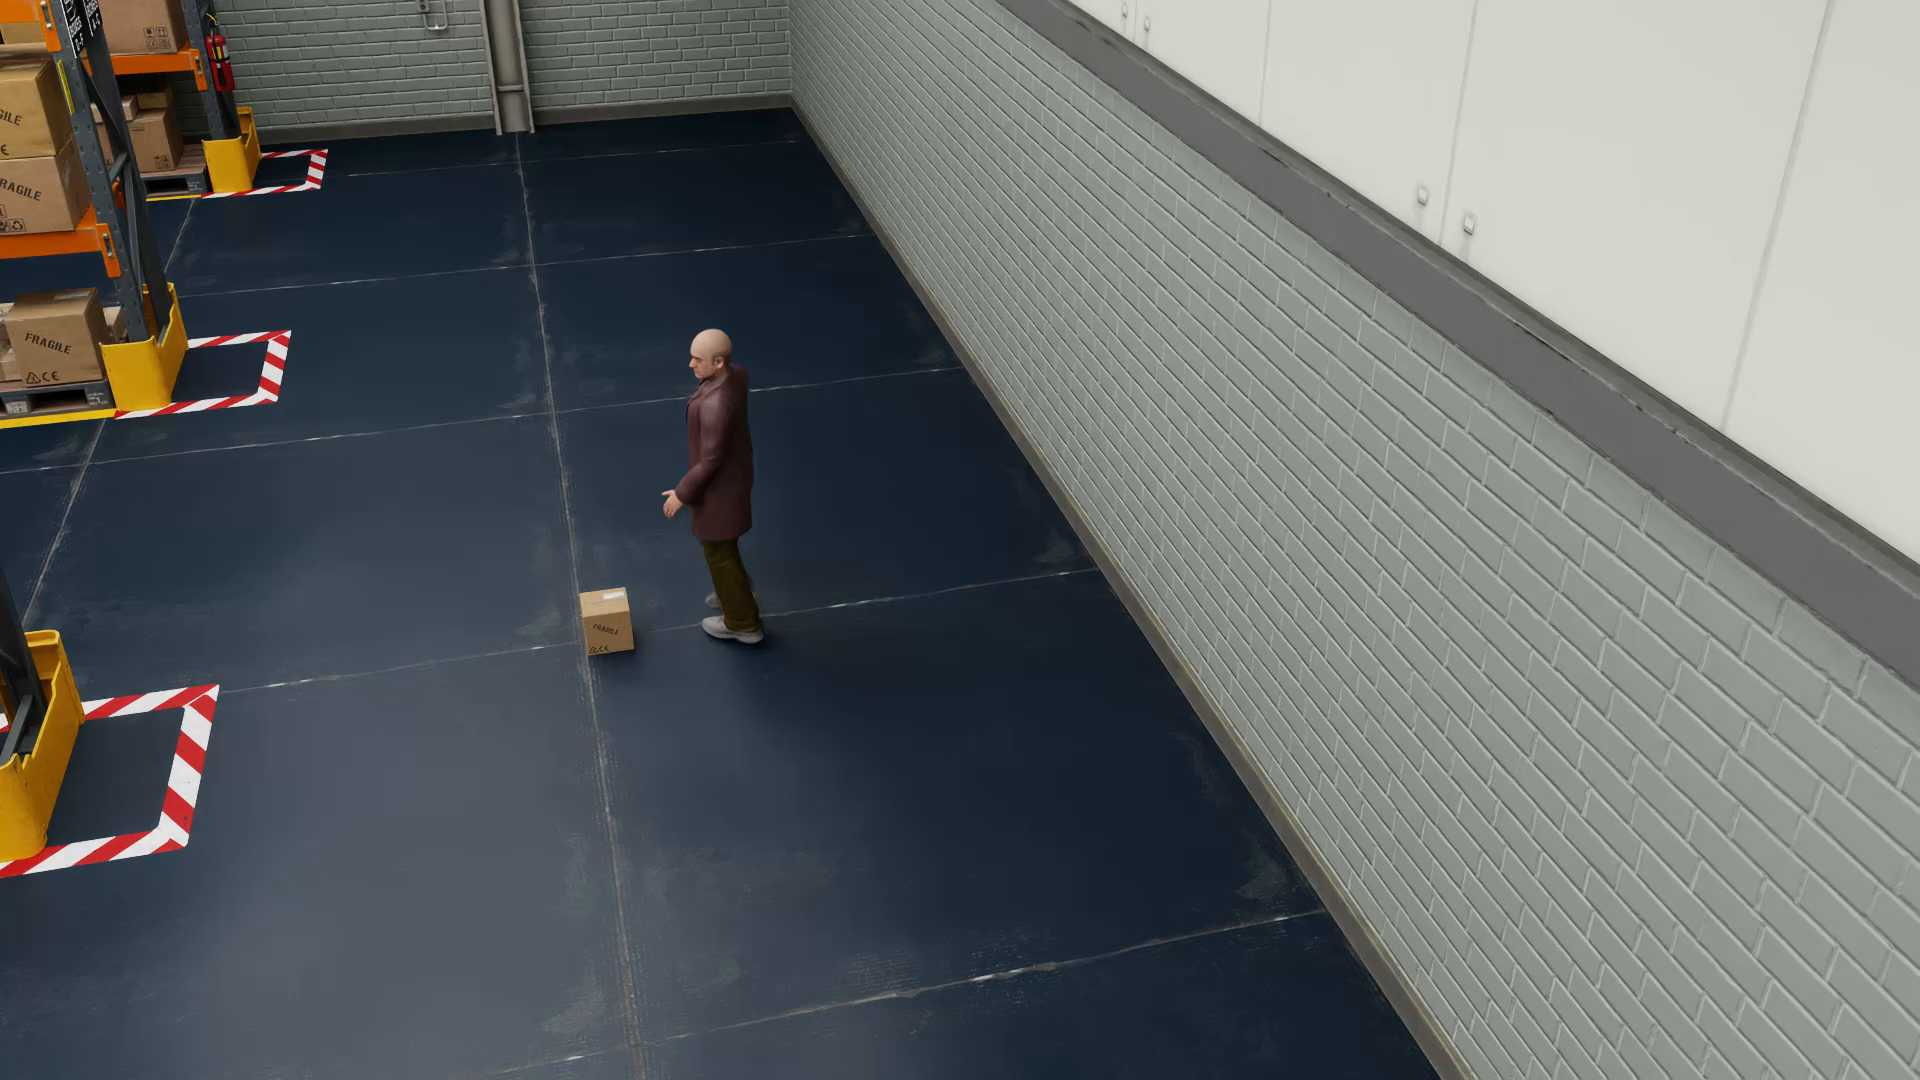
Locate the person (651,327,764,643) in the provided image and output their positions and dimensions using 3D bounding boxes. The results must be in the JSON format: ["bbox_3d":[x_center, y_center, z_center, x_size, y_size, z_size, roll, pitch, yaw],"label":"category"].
[{"bbox_3d":[-1.365,-0.316,8.803,0.671,1.792,0.692,5,30,9],"label":"person"}]
